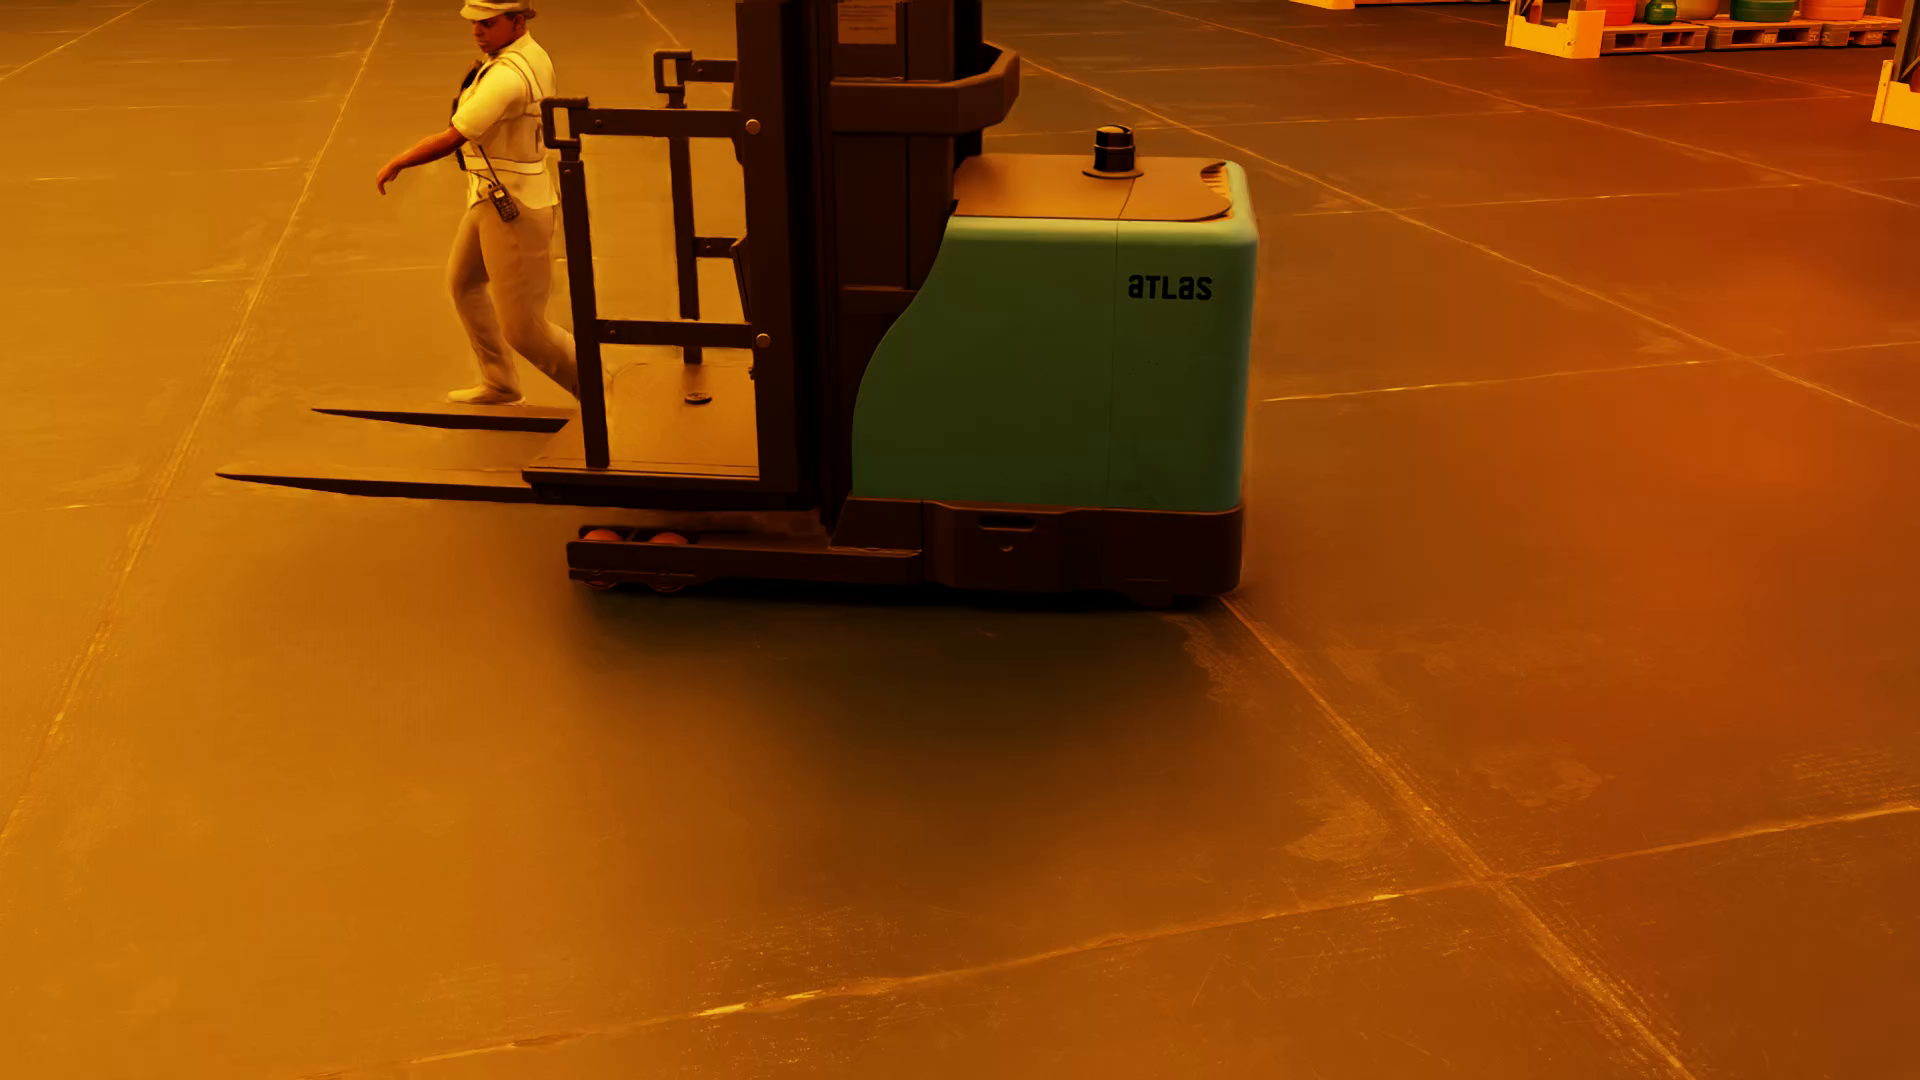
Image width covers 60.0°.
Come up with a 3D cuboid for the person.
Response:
[{"bbox_3d":[-1.603,-1.164,5.787,0.782,1.567,0.663,-6,24,-13],"label":"person"}]

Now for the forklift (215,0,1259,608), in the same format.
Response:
[{"bbox_3d":[-0.680,-1.401,4.602,3.031,2.935,1.130,3,23,6],"label":"forklift"}]
